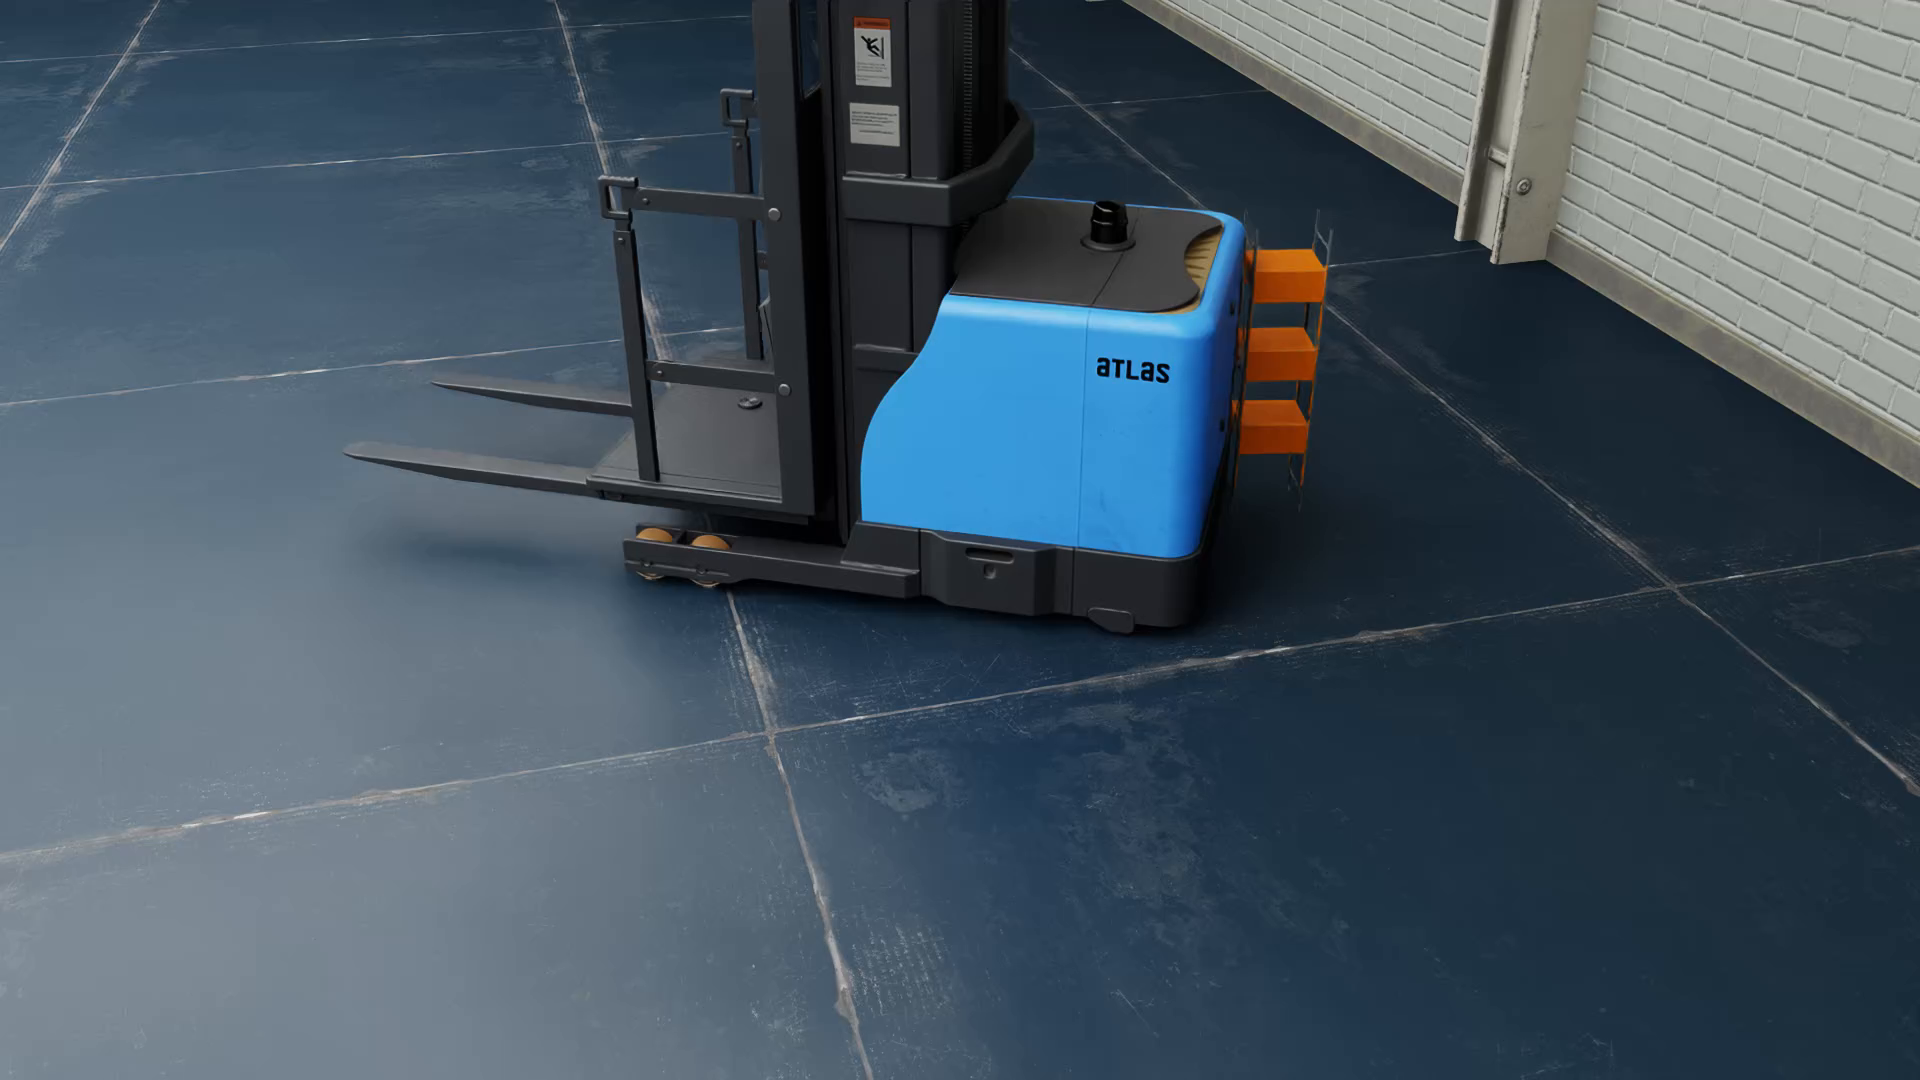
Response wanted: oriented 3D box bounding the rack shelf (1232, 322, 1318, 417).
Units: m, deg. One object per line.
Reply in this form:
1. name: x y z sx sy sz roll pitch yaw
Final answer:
1. rack shelf: 1.082 -0.591 5.744 0.240 0.259 0.215 -1 30 -2

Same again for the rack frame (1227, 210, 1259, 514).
1. rack frame: 0.960 -0.597 5.733 0.008 1.050 0.200 -1 30 -2

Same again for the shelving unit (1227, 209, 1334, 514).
1. shelving unit: 1.082 -0.600 5.738 0.252 1.050 0.215 -1 30 -2

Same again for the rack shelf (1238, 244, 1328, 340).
1. rack shelf: 1.082 -0.836 5.602 0.240 0.259 0.215 -1 30 -2

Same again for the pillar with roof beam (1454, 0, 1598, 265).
1. pillar with roof beam: -1.461 -4.773 5.013 9.100 9.000 0.400 -8 31 -13

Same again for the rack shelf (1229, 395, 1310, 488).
1. rack shelf: 1.082 -0.350 5.883 0.240 0.259 0.215 -1 30 -2

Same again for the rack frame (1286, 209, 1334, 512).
1. rack frame: 1.204 -0.603 5.744 0.008 1.050 0.200 -1 30 -2

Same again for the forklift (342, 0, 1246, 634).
1. forklift: -0.625 -1.363 5.179 3.031 2.935 1.130 7 31 12
